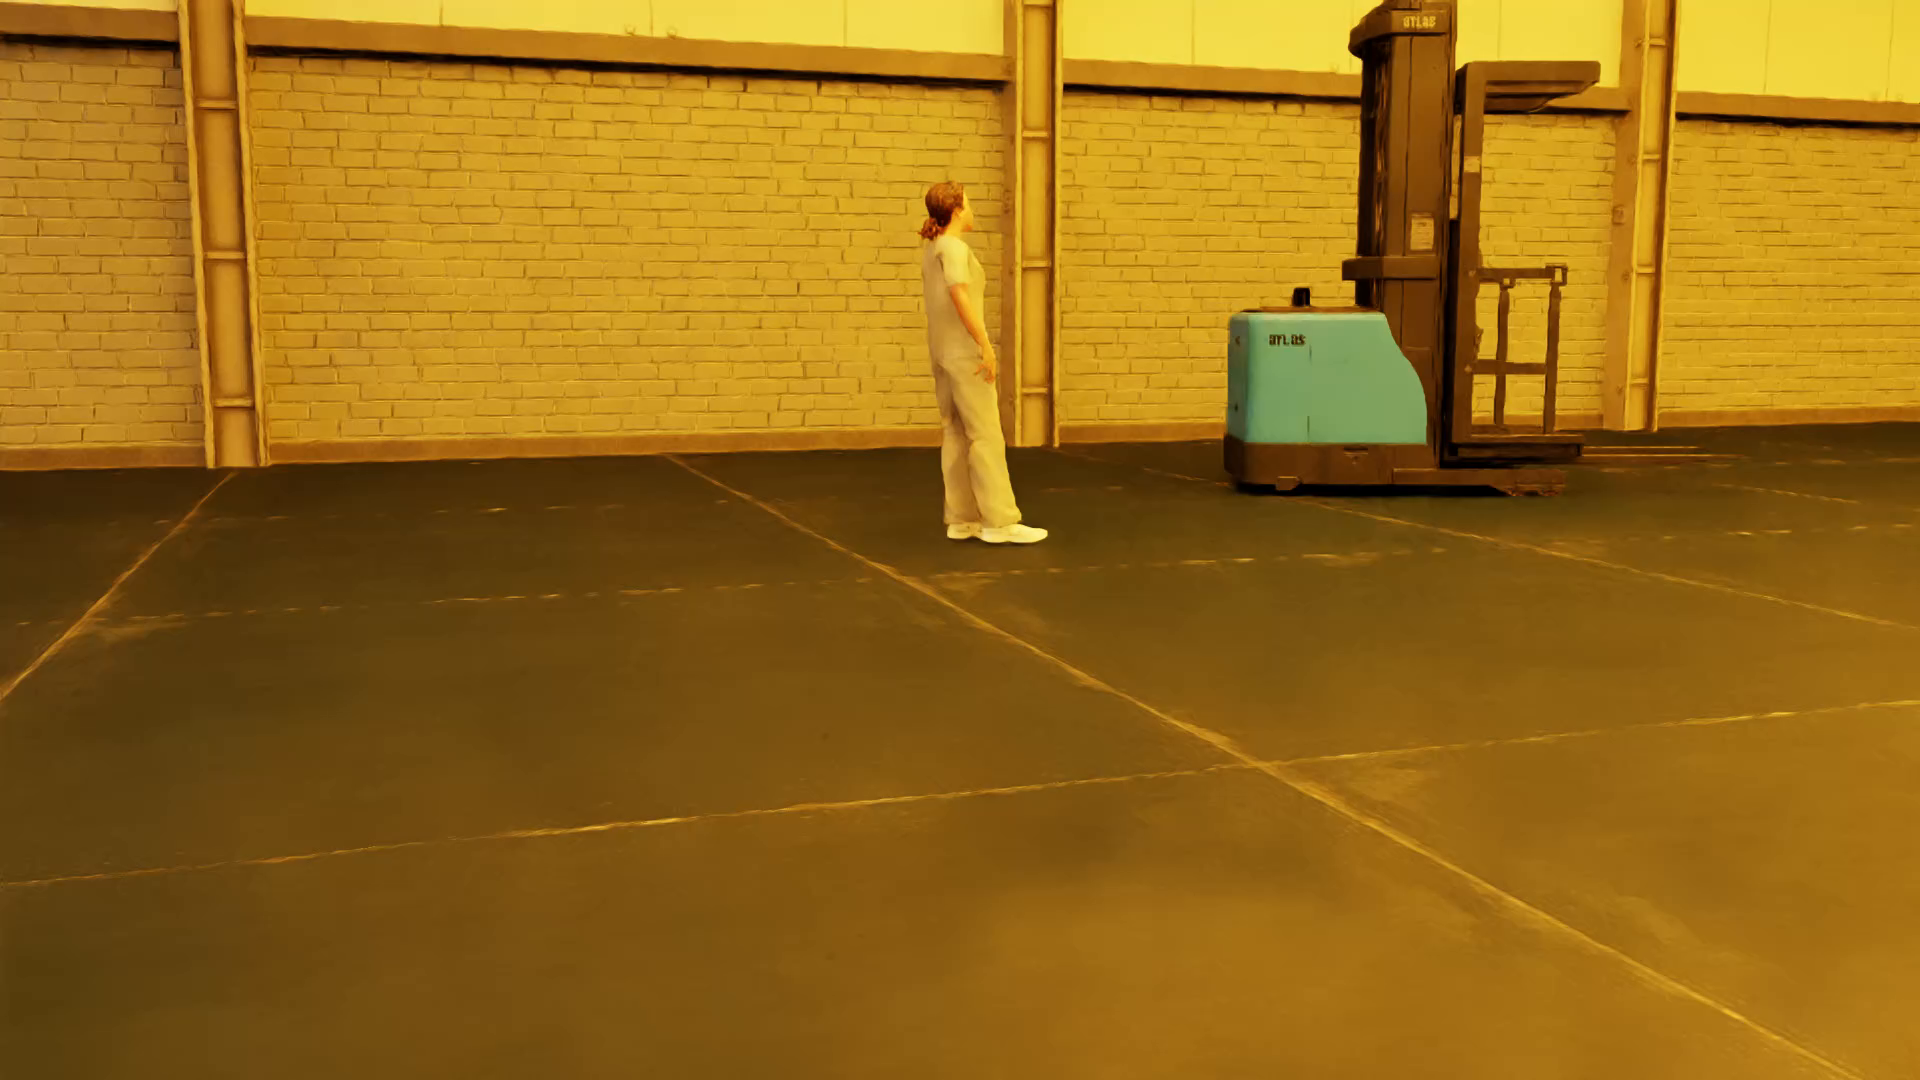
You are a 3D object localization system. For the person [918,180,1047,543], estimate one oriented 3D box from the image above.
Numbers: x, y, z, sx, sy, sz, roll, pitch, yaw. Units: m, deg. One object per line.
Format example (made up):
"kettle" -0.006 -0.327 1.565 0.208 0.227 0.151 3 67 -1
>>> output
"person" 0.082 -0.834 7.824 0.532 1.663 0.550 -3 8 -18

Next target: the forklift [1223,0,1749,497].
"forklift" 3.209 -1.779 10.131 3.031 2.935 1.130 0 8 1
